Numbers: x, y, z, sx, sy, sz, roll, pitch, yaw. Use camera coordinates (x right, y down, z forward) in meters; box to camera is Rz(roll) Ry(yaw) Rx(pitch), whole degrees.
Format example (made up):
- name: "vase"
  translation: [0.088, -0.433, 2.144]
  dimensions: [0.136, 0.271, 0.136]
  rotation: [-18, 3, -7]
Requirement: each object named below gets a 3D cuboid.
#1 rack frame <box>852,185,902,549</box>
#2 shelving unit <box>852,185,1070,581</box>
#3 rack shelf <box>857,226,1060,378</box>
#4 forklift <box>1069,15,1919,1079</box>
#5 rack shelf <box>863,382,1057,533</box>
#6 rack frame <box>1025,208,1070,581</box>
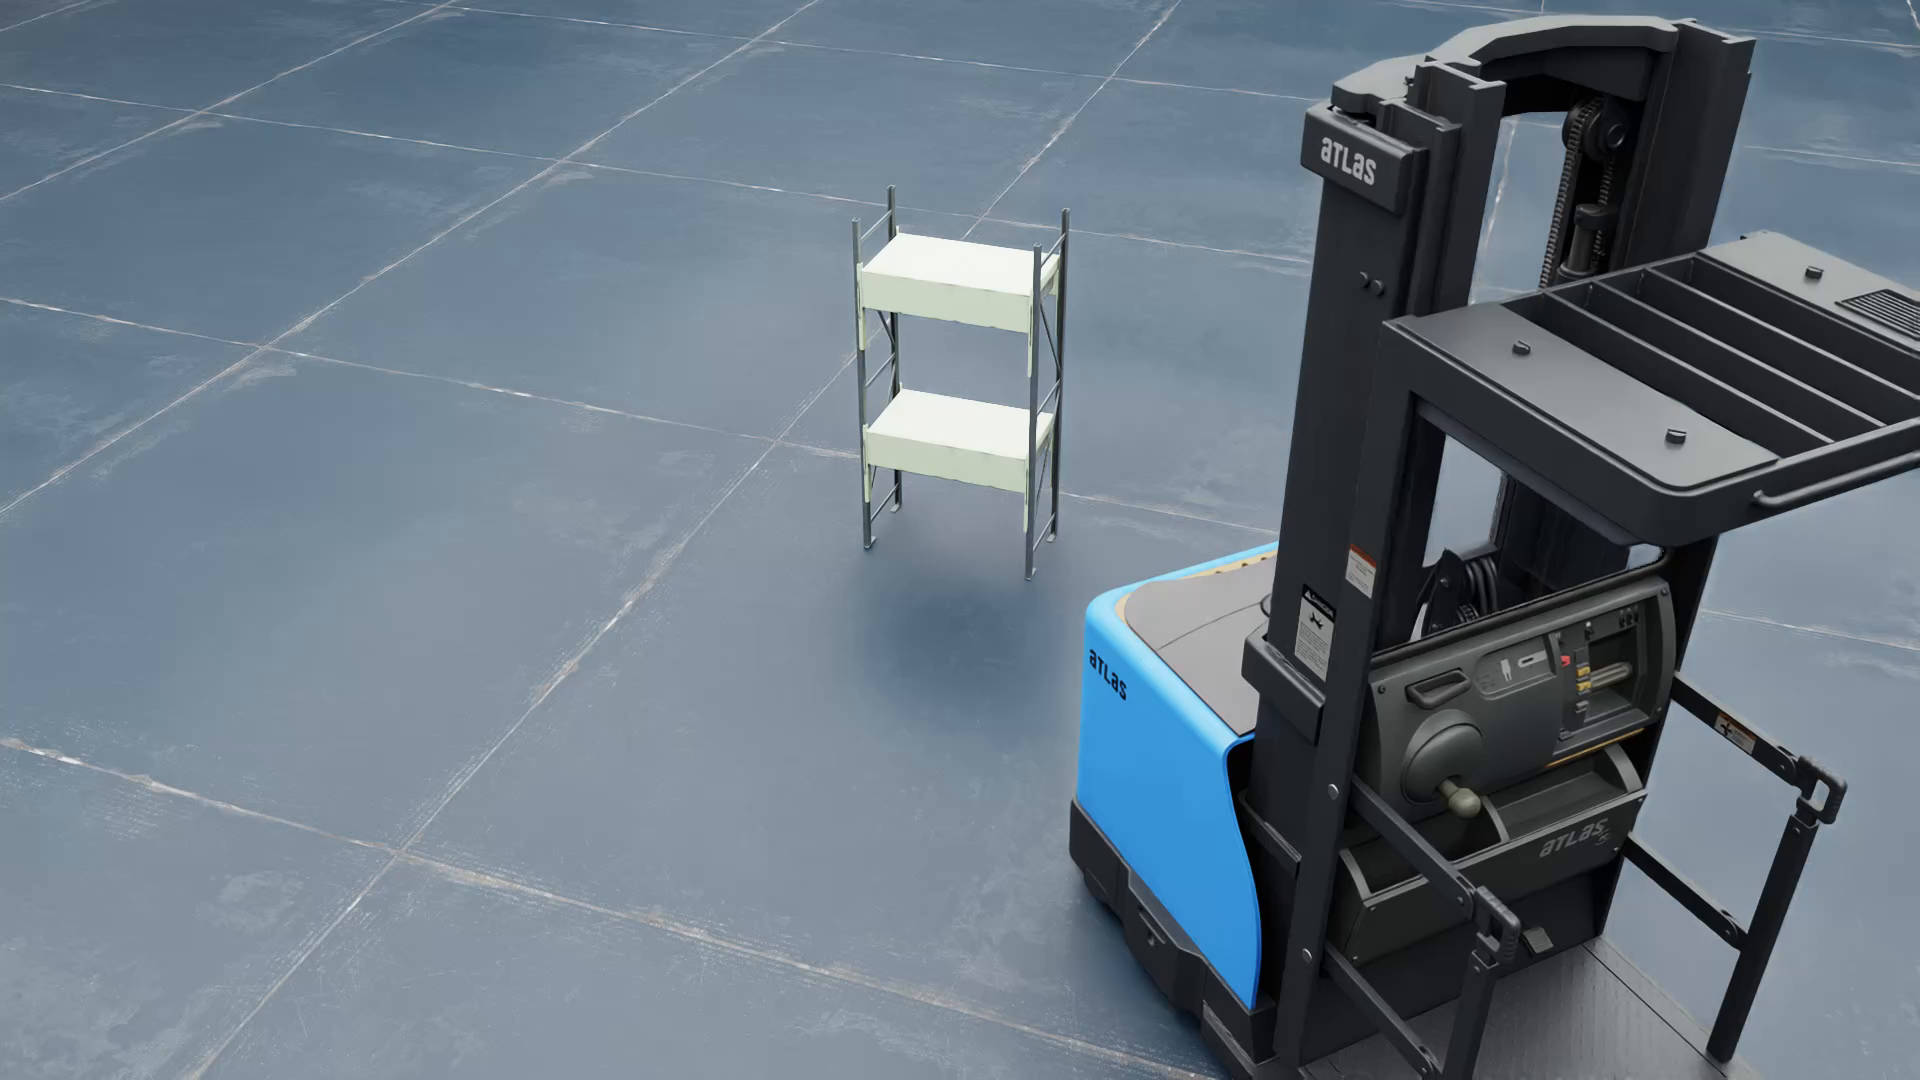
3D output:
- name: "rack frame"
  translation: [-0.338, -0.696, 6.945]
  dimensions: [0.023, 1.500, 0.400]
  rotation: [11, 34, 16]
- name: "shelving unit"
  translation: [0.006, -0.629, 6.841]
  dimensions: [0.755, 1.500, 0.431]
  rotation: [11, 34, 16]
- name: "rack shelf"
  translation: [0.006, -0.957, 6.630]
  dimensions: [0.720, 0.370, 0.431]
  rotation: [11, 34, 16]
- name: "forklift"
  translation: [1.470, 0.440, 3.866]
  dimensions: [1.130, 2.935, 3.031]
  rotation: [-15, 36, -22]
- name: "rack shelf"
  translation: [0.006, -0.355, 7.018]
  dimensions: [0.720, 0.370, 0.431]
  rotation: [11, 34, 16]
- name: "rack frame"
  translation: [0.351, -0.562, 6.738]
  dimensions: [0.023, 1.500, 0.400]
  rotation: [11, 34, 16]
